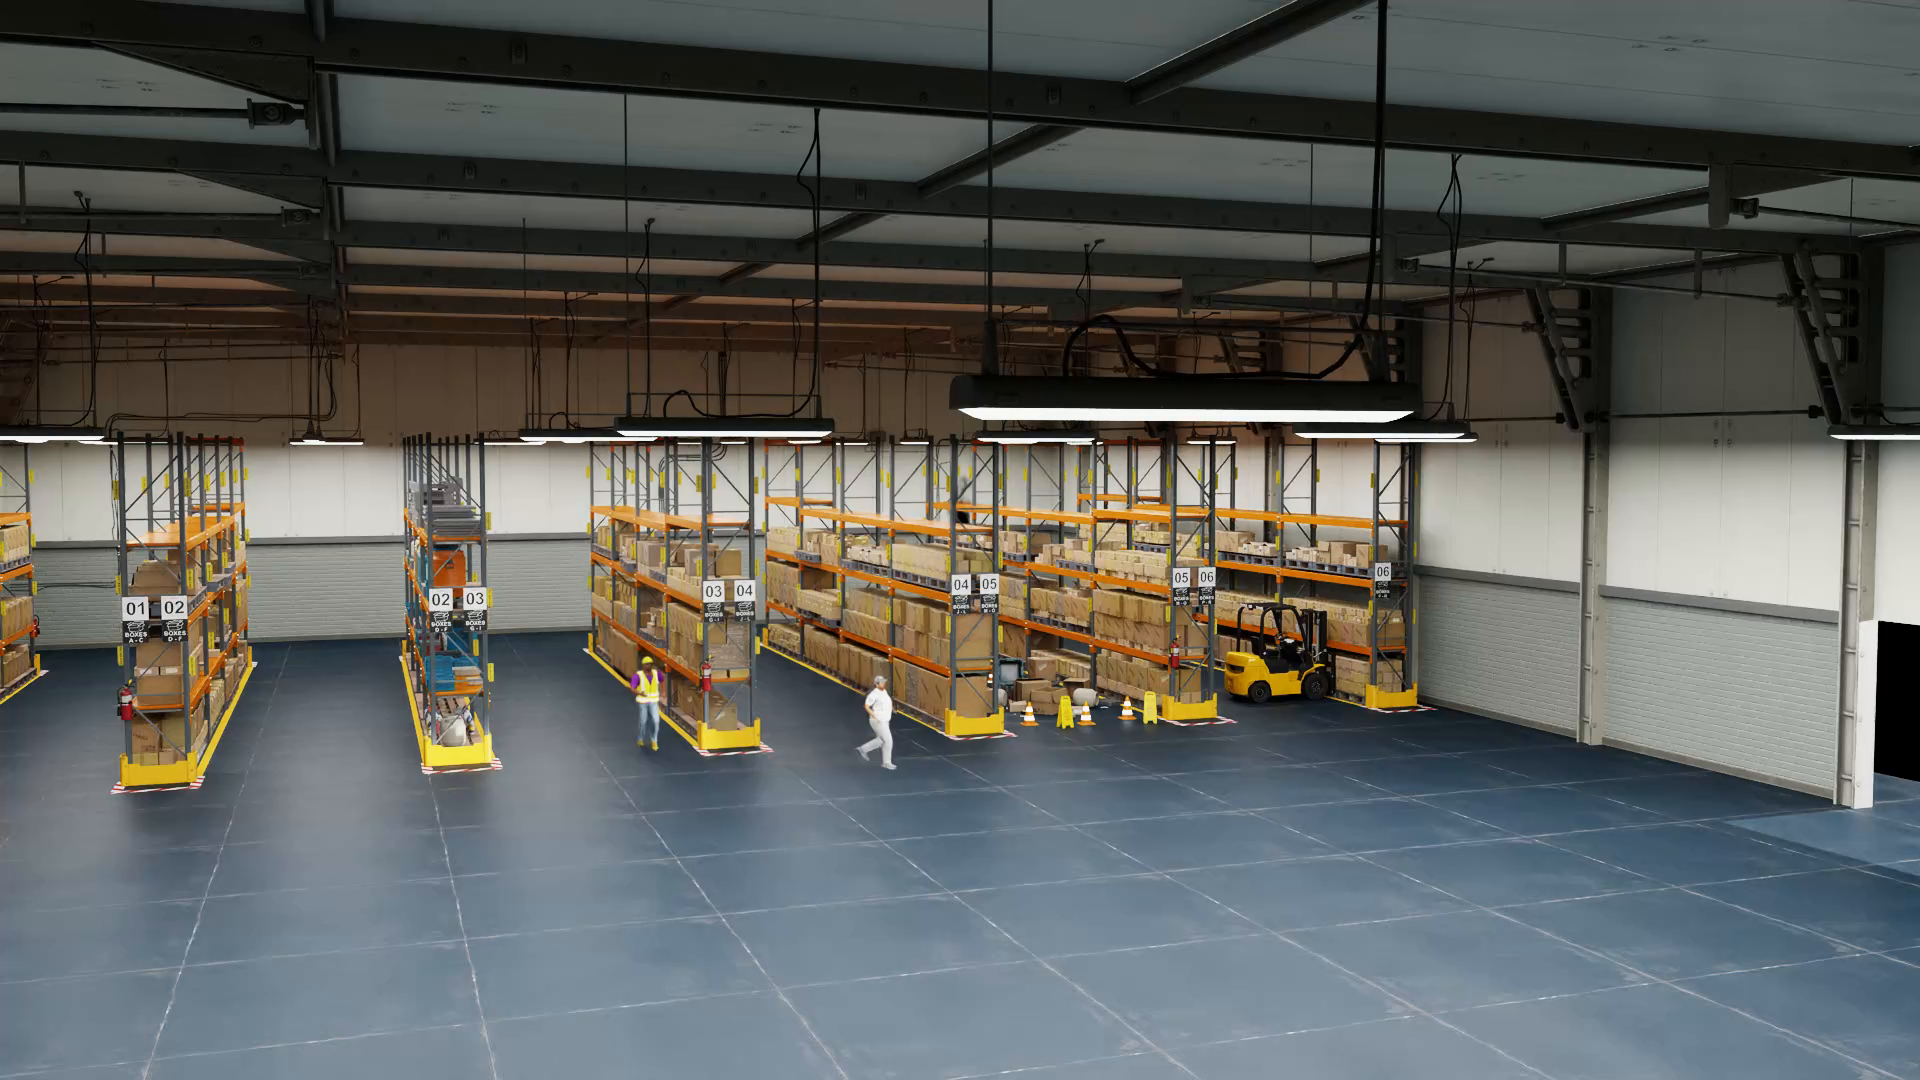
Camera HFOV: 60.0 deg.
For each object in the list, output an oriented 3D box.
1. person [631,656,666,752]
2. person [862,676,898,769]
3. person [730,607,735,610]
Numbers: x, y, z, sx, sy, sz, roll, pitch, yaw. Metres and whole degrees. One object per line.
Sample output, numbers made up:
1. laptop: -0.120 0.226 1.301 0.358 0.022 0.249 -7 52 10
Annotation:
1. person: -5.875 3.110 31.477 0.736 1.835 0.738 -2 4 -26
2. person: -1.430 3.263 29.802 0.693 1.658 0.602 1 3 18
3. person: -6.807 2.228 47.705 0.702 1.700 0.565 1 3 13
